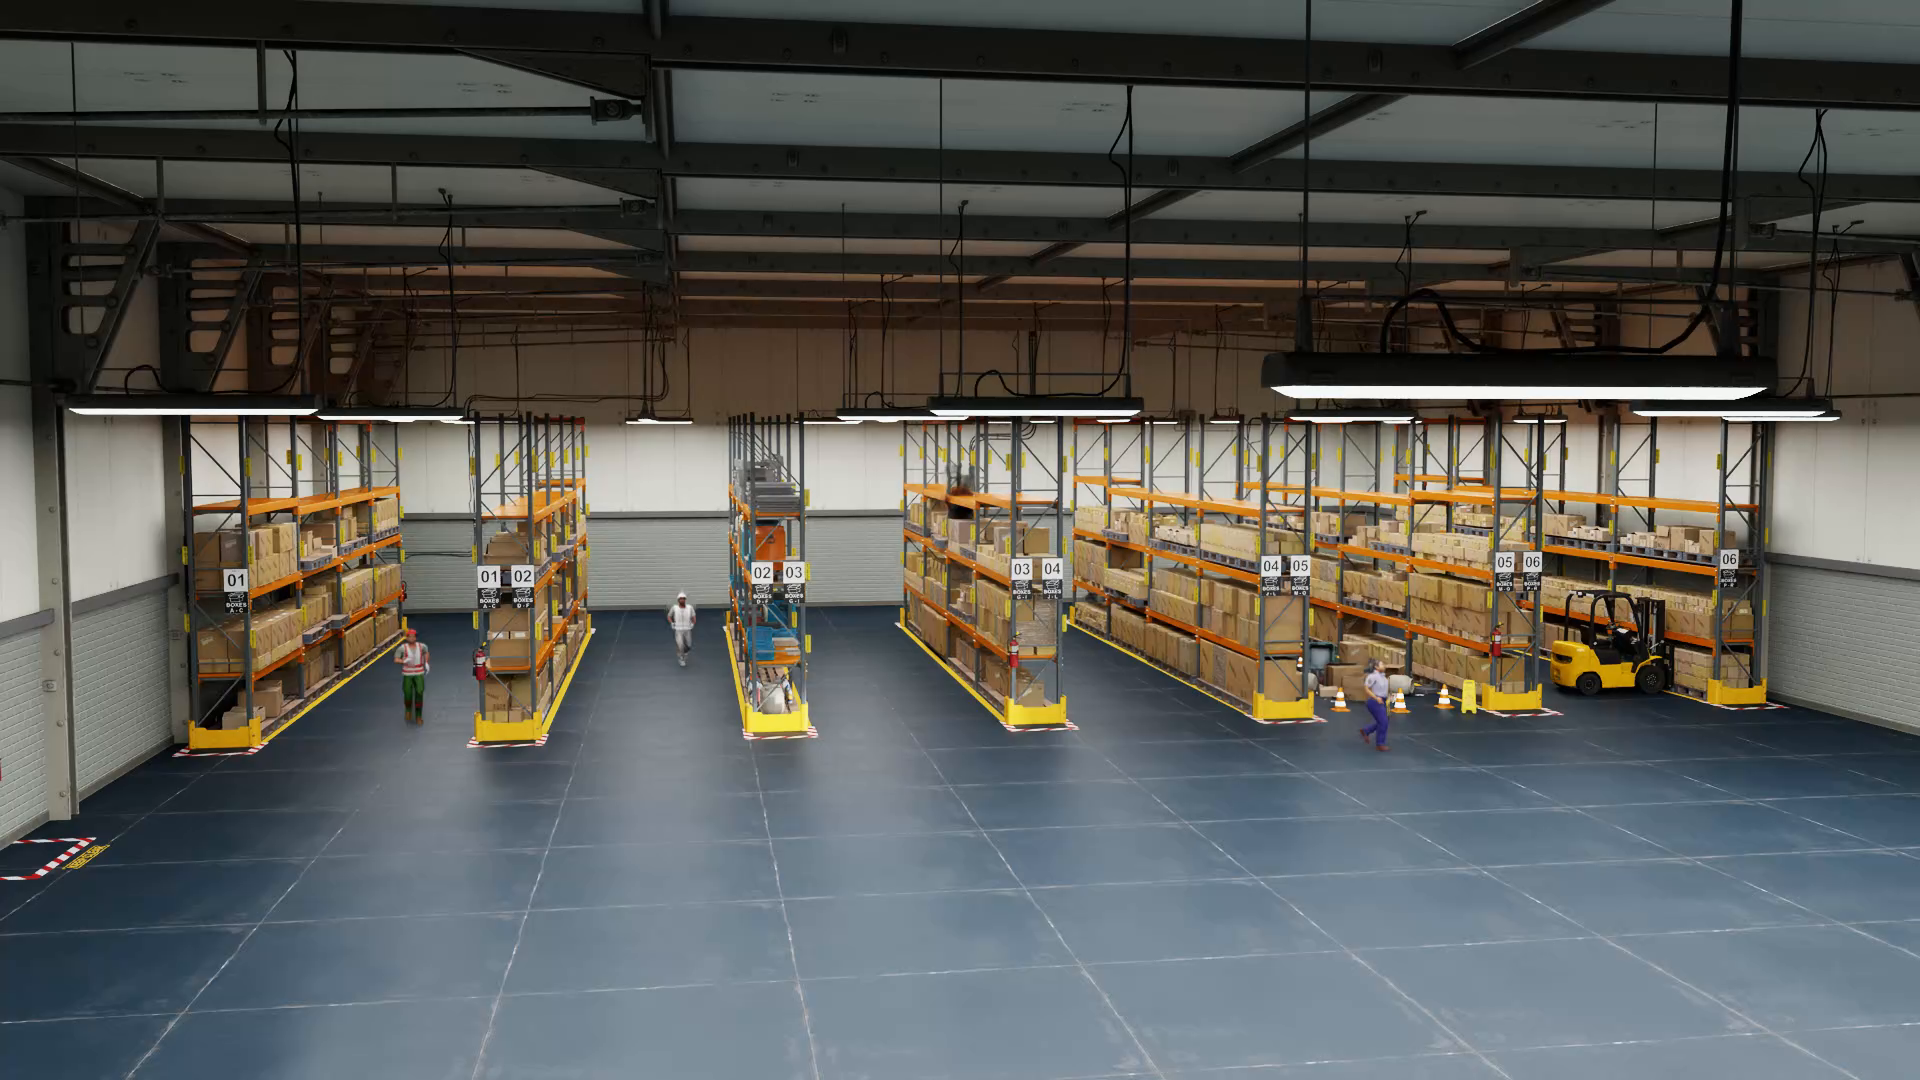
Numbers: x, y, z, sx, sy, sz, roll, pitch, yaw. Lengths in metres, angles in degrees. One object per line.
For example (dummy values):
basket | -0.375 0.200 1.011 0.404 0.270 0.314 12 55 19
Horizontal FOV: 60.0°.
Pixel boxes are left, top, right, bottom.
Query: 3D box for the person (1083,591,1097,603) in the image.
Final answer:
person | 4.010 1.532 49.893 0.750 1.693 0.582 0 4 -4

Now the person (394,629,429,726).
person | -10.580 2.632 32.102 0.662 1.846 0.837 -2 4 -24

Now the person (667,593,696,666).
person | -6.665 2.146 39.859 0.685 1.735 0.667 -1 4 -17

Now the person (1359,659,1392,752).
person | 7.369 2.921 29.513 0.631 1.617 0.614 3 5 36
